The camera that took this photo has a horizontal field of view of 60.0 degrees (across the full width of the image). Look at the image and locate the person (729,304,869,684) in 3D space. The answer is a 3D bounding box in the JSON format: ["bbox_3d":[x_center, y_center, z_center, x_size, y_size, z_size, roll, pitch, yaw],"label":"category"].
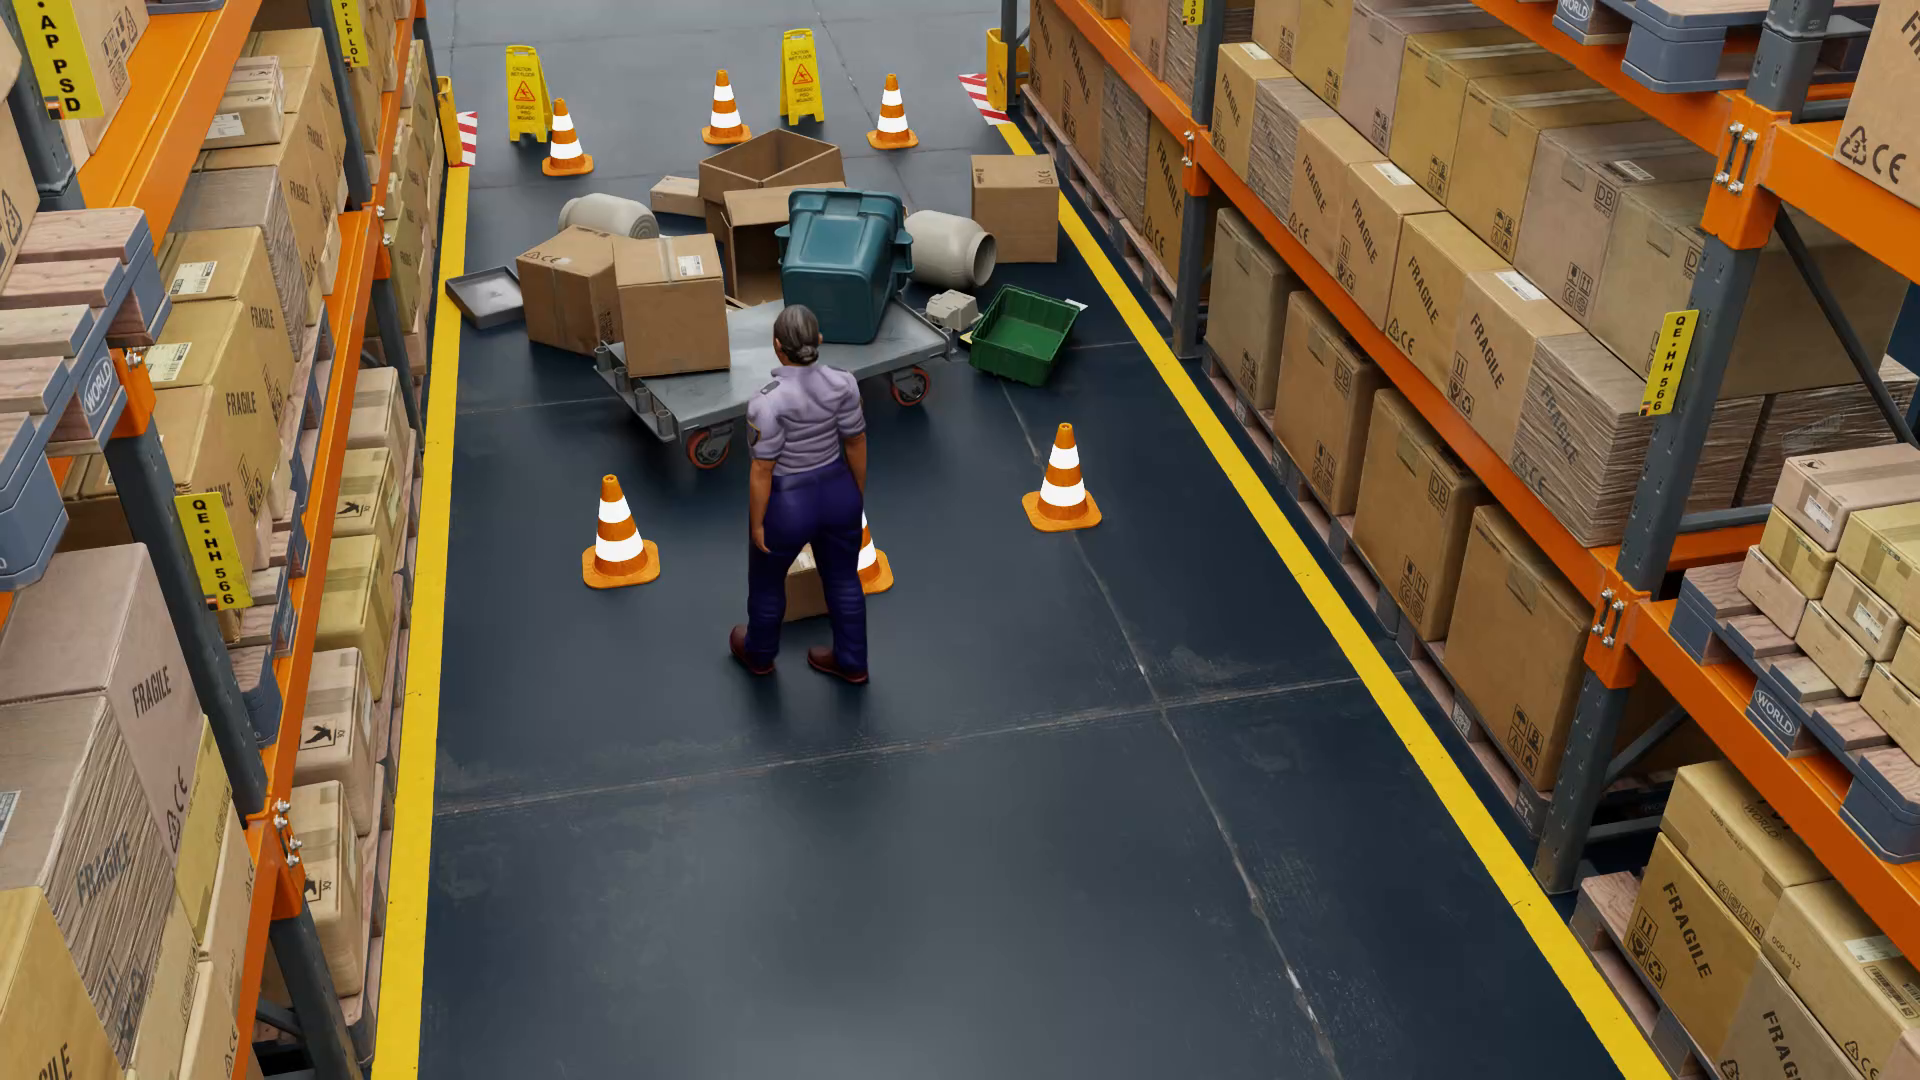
[{"bbox_3d":[-0.640,-0.184,6.412,0.493,1.644,0.551,-20,39,-26],"label":"person"}]
